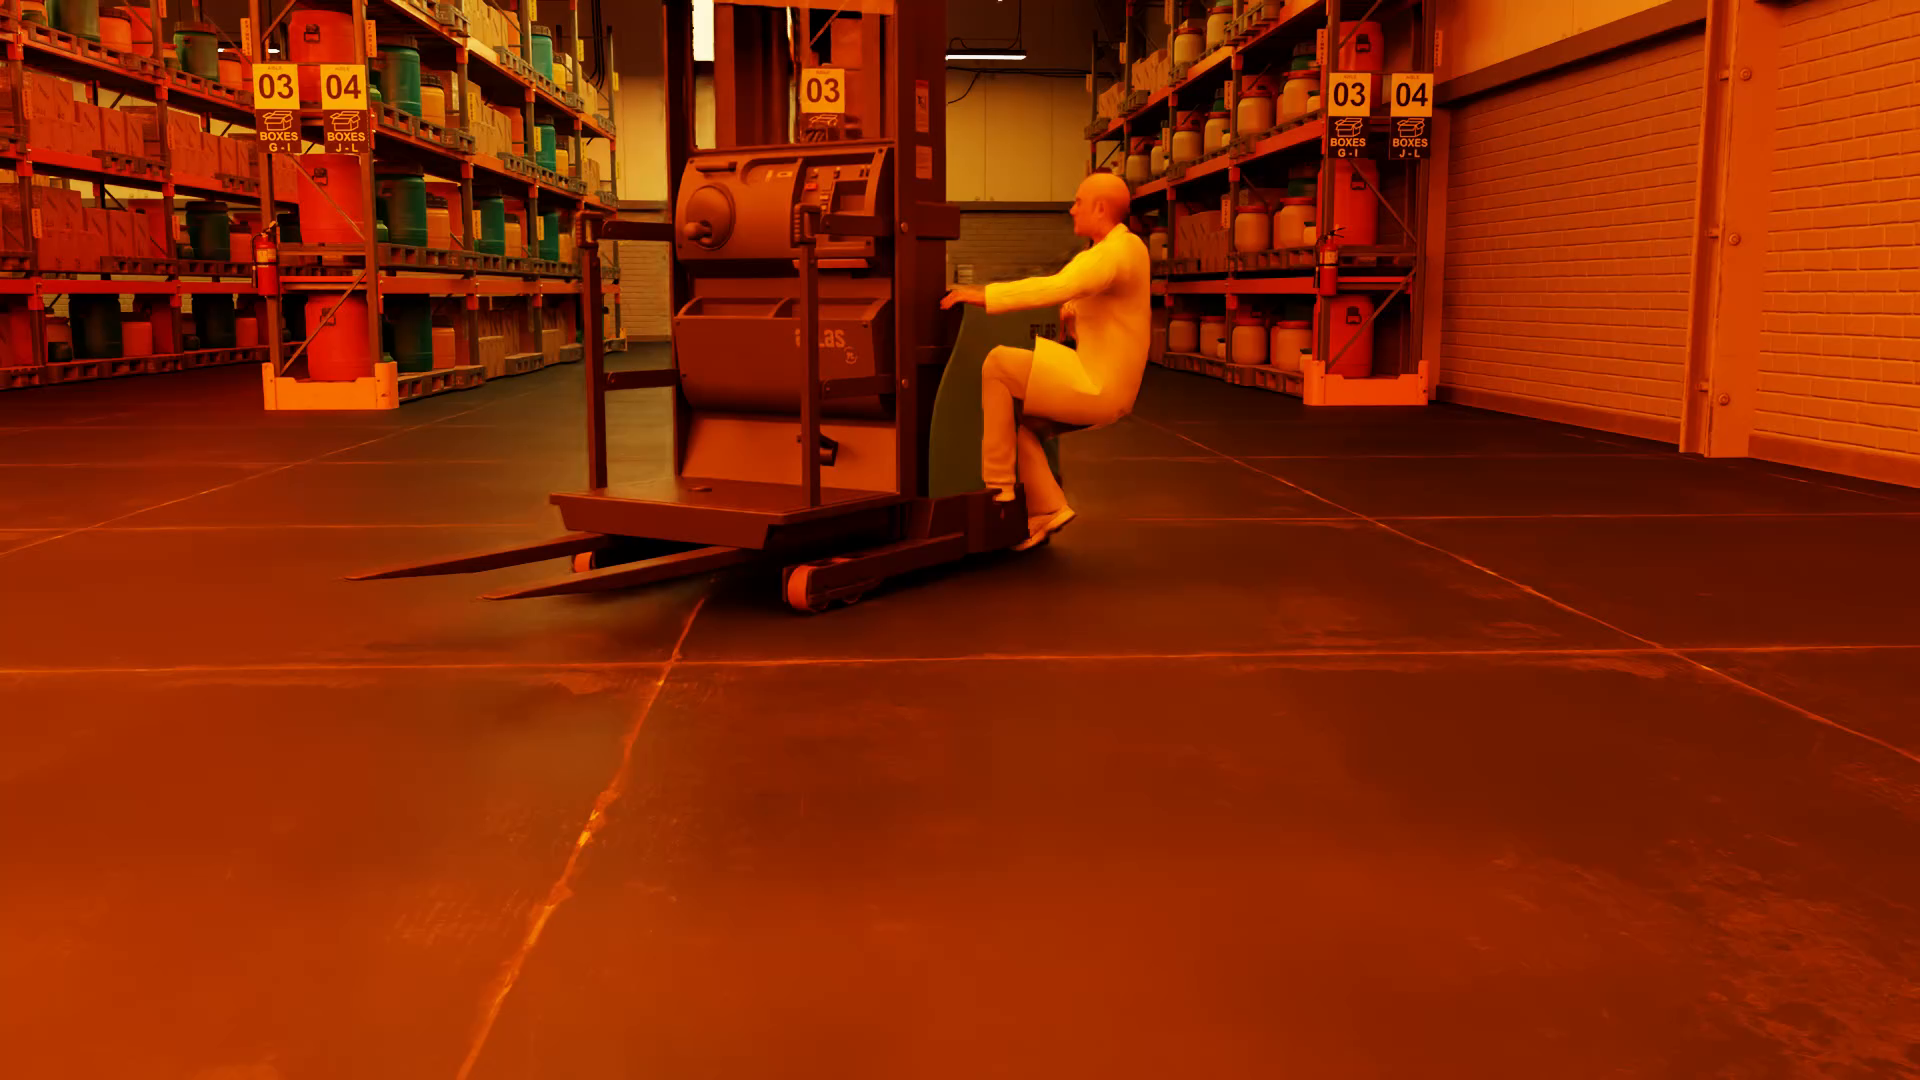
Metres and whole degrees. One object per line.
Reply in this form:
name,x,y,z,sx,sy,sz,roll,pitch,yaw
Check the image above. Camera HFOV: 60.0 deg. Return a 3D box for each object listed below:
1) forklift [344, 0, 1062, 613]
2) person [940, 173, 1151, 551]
forklift,-0.778,-1.279,5.946,1.130,2.935,3.031,5,10,32
person,0.306,-0.676,6.607,0.892,1.511,1.097,1,8,6
